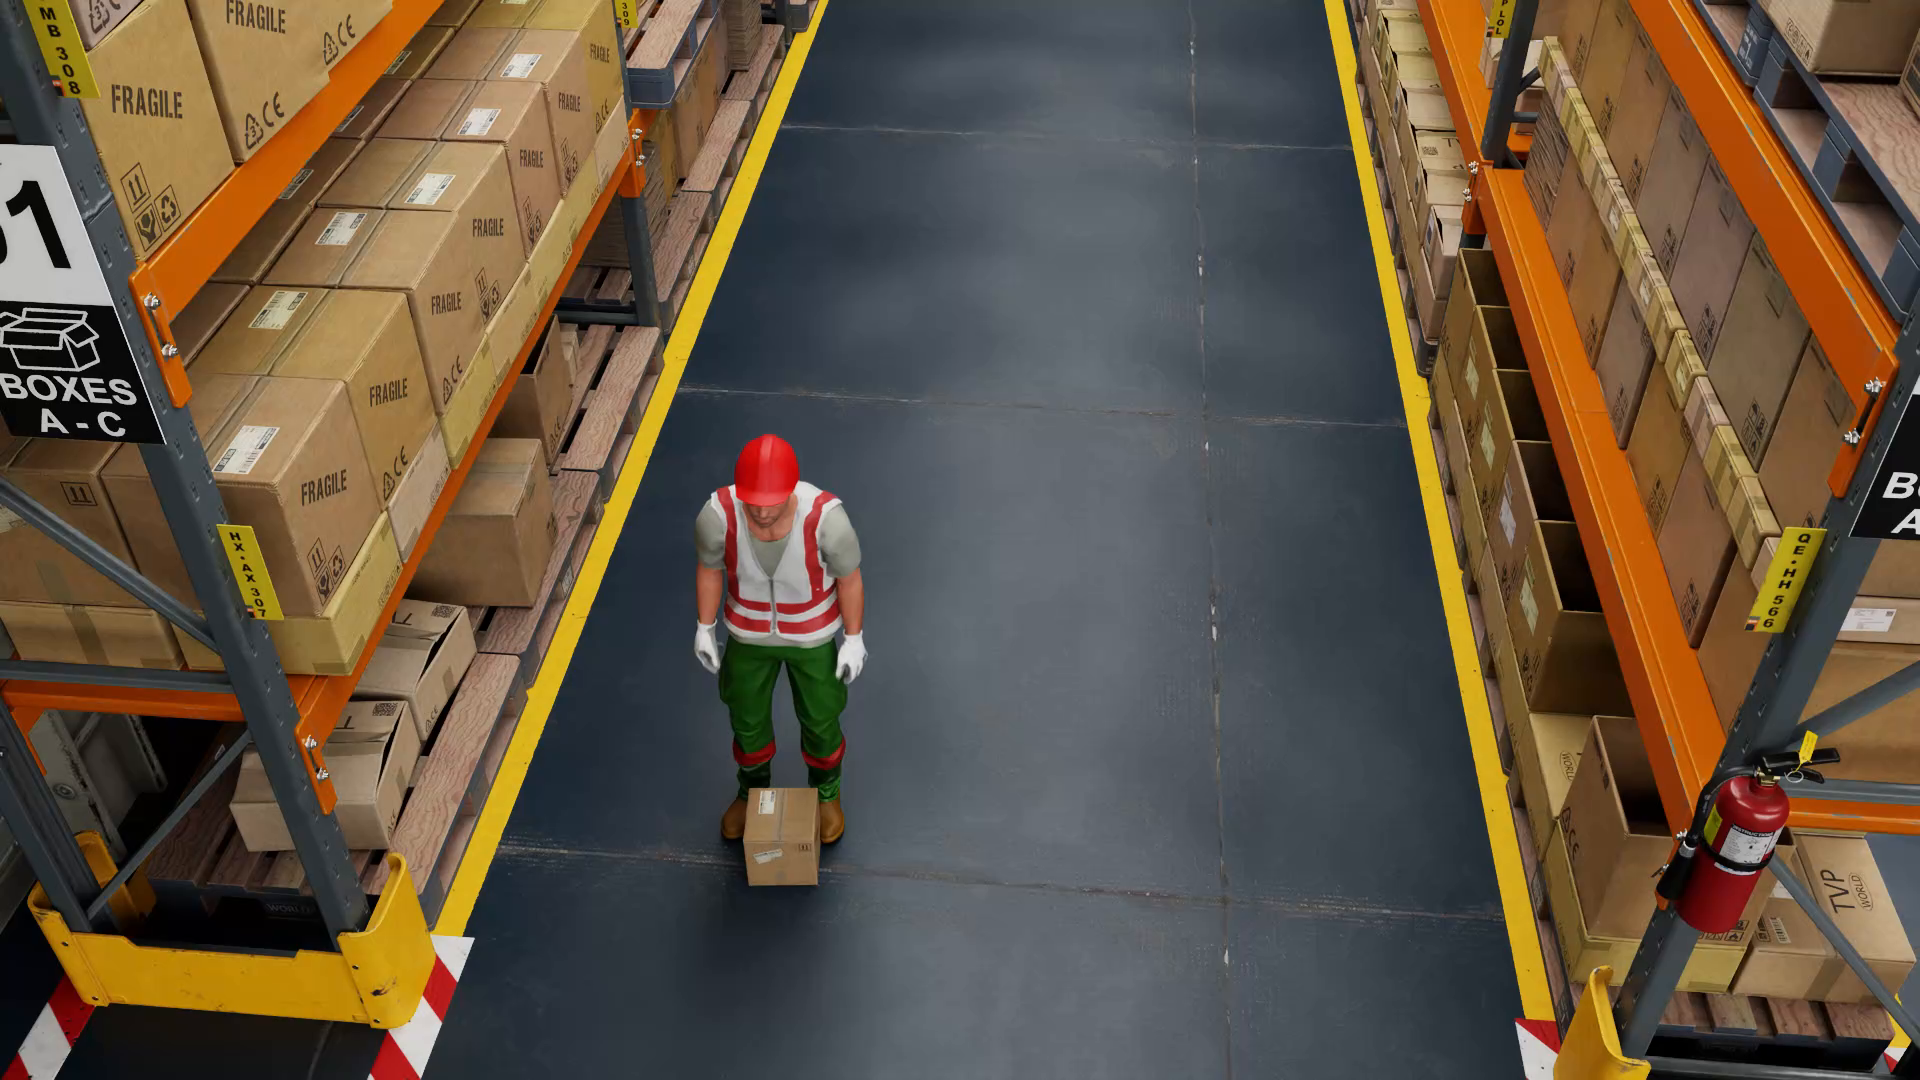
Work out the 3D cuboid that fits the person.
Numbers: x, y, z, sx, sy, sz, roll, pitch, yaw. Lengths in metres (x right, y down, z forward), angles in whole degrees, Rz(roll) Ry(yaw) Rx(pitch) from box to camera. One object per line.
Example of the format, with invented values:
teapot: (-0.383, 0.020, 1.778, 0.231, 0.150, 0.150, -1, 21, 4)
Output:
person: (-0.622, 0.342, 5.732, 0.604, 1.778, 0.453, 3, 40, 4)
